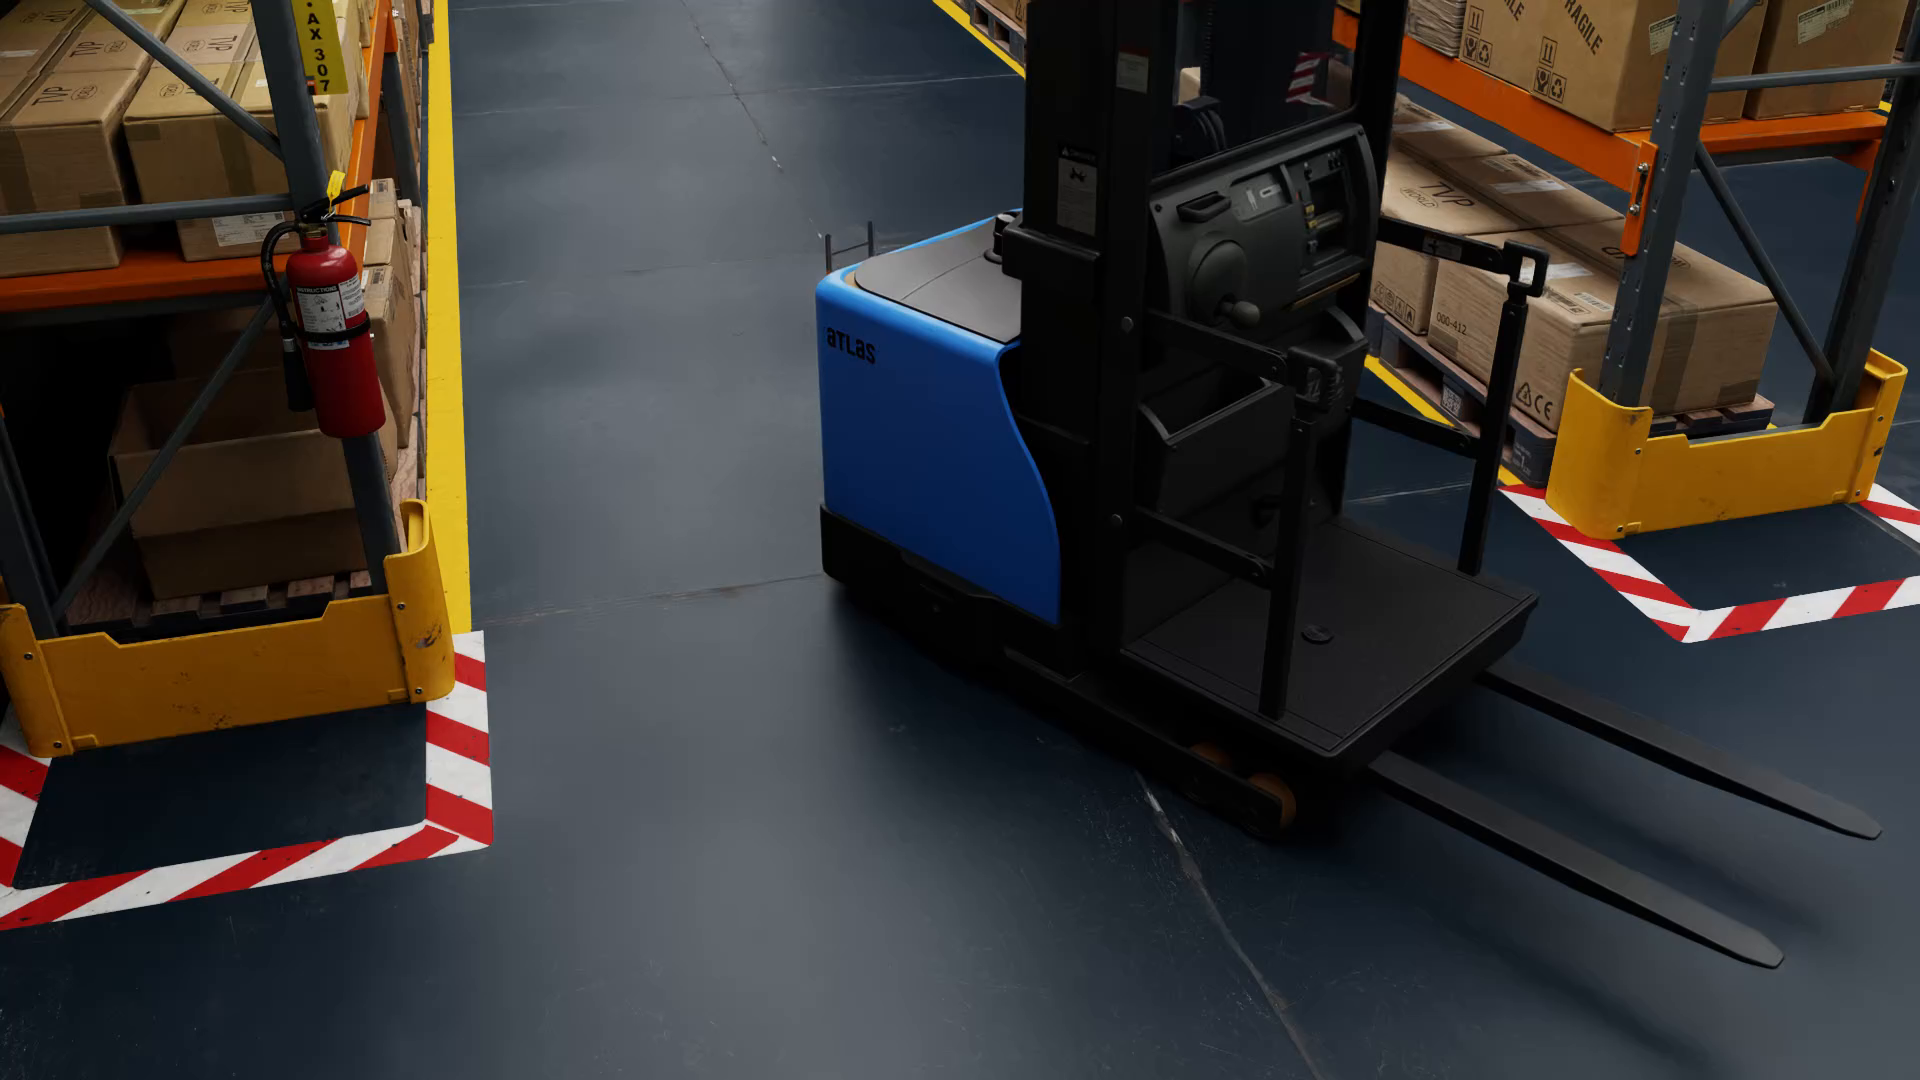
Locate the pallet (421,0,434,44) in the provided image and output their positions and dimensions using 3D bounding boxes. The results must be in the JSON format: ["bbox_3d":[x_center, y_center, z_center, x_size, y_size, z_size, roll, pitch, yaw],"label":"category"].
[{"bbox_3d":[-4.395,-3.859,12.207,1.003,0.211,1.213,-8,31,-13],"label":"pallet"}]

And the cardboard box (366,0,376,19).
[{"bbox_3d":[-2.642,-2.257,6.906,0.380,0.149,0.250,-7,31,-12],"label":"cardboard box"}]

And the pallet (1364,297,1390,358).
[{"bbox_3d":[2.086,-1.218,7.644,1.003,0.211,1.213,-8,31,-13],"label":"pallet"}]

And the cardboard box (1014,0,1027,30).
[{"bbox_3d":[0.906,-3.811,11.042,0.875,0.875,0.875,-7,31,-13],"label":"cardboard box"}]

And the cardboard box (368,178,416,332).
[{"bbox_3d":[-2.627,-1.127,6.778,0.700,0.500,0.500,-9,31,-15],"label":"cardboard box"}]

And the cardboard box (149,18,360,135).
[{"bbox_3d":[-2.086,-1.362,4.961,0.500,0.250,0.500,-8,31,-13],"label":"cardboard box"}]

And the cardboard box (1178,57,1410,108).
[{"bbox_3d":[1.695,-2.148,8.606,0.875,0.438,0.875,-8,31,-14],"label":"cardboard box"}]

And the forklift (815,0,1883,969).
[{"bbox_3d":[0.953,-0.780,4.171,3.031,2.935,1.130,26,39,37],"label":"forklift"}]

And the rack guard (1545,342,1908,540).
[{"bbox_3d":[2.700,-0.368,5.886,1.175,0.500,0.348,-8,31,-13],"label":"rack guard"}]

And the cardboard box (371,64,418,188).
[{"bbox_3d":[-3.064,-2.095,8.451,0.500,0.500,0.500,-7,31,-11],"label":"cardboard box"}]

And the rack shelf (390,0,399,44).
[{"bbox_3d":[-3.684,-3.386,9.324,1.077,0.370,4.000,-8,31,-13],"label":"rack shelf"}]

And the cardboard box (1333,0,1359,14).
[{"bbox_3d":[1.896,-2.441,6.874,0.500,0.500,0.500,-7,31,-12],"label":"cardboard box"}]

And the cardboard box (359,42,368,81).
[{"bbox_3d":[-2.297,-1.639,5.838,0.380,0.149,0.250,-7,31,-12],"label":"cardboard box"}]

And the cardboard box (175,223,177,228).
[{"bbox_3d":[-2.026,-1.003,4.739,0.380,0.149,0.250,-7,31,-12],"label":"cardboard box"}]

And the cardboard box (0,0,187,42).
[{"bbox_3d":[-2.732,-1.539,5.268,0.500,0.250,0.500,-7,31,-12],"label":"cardboard box"}]

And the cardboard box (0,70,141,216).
[{"bbox_3d":[-2.469,-1.050,4.423,0.500,0.250,0.500,-7,31,-12],"label":"cardboard box"}]

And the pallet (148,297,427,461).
[{"bbox_3d":[-2.644,-0.602,6.580,1.003,0.211,1.213,-8,31,-13],"label":"pallet"}]

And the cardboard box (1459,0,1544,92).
[{"bbox_3d":[2.192,-1.947,6.019,0.500,0.500,0.500,-8,31,-14],"label":"cardboard box"}]

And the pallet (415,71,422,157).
[{"bbox_3d":[-3.732,-2.503,9.863,1.003,0.211,1.213,-8,31,-13],"label":"pallet"}]

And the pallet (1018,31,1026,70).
[{"bbox_3d":[1.027,-3.139,10.963,1.003,0.211,1.213,-8,31,-13],"label":"pallet"}]

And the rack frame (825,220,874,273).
[{"bbox_3d":[-0.361,-0.562,5.673,0.200,1.050,0.008,-26,39,-37],"label":"rack frame"}]

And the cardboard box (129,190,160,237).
[{"bbox_3d":[-2.446,-0.946,4.640,0.380,0.149,0.250,-7,31,-12],"label":"cardboard box"}]

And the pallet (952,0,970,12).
[{"bbox_3d":[0.364,-4.496,13.307,1.003,0.211,1.213,-8,31,-13],"label":"pallet"}]

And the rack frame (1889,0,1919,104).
[{"bbox_3d":[6.378,-4.100,9.839,1.000,3.000,0.127,-8,31,-13],"label":"rack frame"}]

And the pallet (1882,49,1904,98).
[{"bbox_3d":[6.170,-3.269,11.187,1.003,0.211,1.213,-8,31,-13],"label":"pallet"}]

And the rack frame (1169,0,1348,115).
[{"bbox_3d":[1.632,-3.393,8.618,1.000,3.000,0.127,-8,31,-13],"label":"rack frame"}]

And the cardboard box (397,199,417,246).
[{"bbox_3d":[-2.722,-1.449,7.686,0.380,0.149,0.250,-9,31,-15],"label":"cardboard box"}]

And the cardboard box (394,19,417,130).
[{"bbox_3d":[-3.343,-2.592,9.310,0.500,0.500,0.500,-9,31,-15],"label":"cardboard box"}]

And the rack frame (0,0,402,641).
[{"bbox_3d":[-2.091,-0.799,4.137,1.000,3.000,0.127,-8,31,-13],"label":"rack frame"}]

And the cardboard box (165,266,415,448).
[{"bbox_3d":[-2.351,-0.625,5.912,0.700,0.500,0.500,-7,31,-11],"label":"cardboard box"}]

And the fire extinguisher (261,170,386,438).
[{"bbox_3d":[-1.606,-0.595,4.233,0.296,0.674,0.183,-8,31,-13],"label":"fire extinguisher"}]

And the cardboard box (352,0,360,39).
[{"bbox_3d":[-2.380,-1.850,5.805,0.500,0.250,0.500,-9,31,-15],"label":"cardboard box"}]

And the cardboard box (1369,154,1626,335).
[{"bbox_3d":[2.171,-1.280,7.106,0.875,0.438,0.875,-7,31,-12],"label":"cardboard box"}]

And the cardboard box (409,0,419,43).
[{"bbox_3d":[-3.895,-3.587,11.030,0.500,0.500,0.500,-7,31,-12],"label":"cardboard box"}]

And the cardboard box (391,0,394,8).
[{"bbox_3d":[-3.514,-3.195,9.704,0.380,0.149,0.250,-9,31,-16],"label":"cardboard box"}]

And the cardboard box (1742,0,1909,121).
[{"bbox_3d":[2.843,-1.774,5.722,0.500,0.500,0.500,-8,31,-14],"label":"cardboard box"}]

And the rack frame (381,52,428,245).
[{"bbox_3d":[-3.153,-2.731,7.474,1.000,3.000,0.127,-8,31,-13],"label":"rack frame"}]

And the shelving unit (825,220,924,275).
[{"bbox_3d":[-0.275,-0.518,5.598,0.215,1.050,0.252,-26,39,-37],"label":"shelving unit"}]

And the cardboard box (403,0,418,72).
[{"bbox_3d":[-3.631,-3.092,10.174,0.500,0.500,0.500,-7,31,-11],"label":"cardboard box"}]

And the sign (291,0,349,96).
[{"bbox_3d":[-1.568,-1.246,4.045,0.100,0.325,0.005,-8,31,-13],"label":"sign"}]
